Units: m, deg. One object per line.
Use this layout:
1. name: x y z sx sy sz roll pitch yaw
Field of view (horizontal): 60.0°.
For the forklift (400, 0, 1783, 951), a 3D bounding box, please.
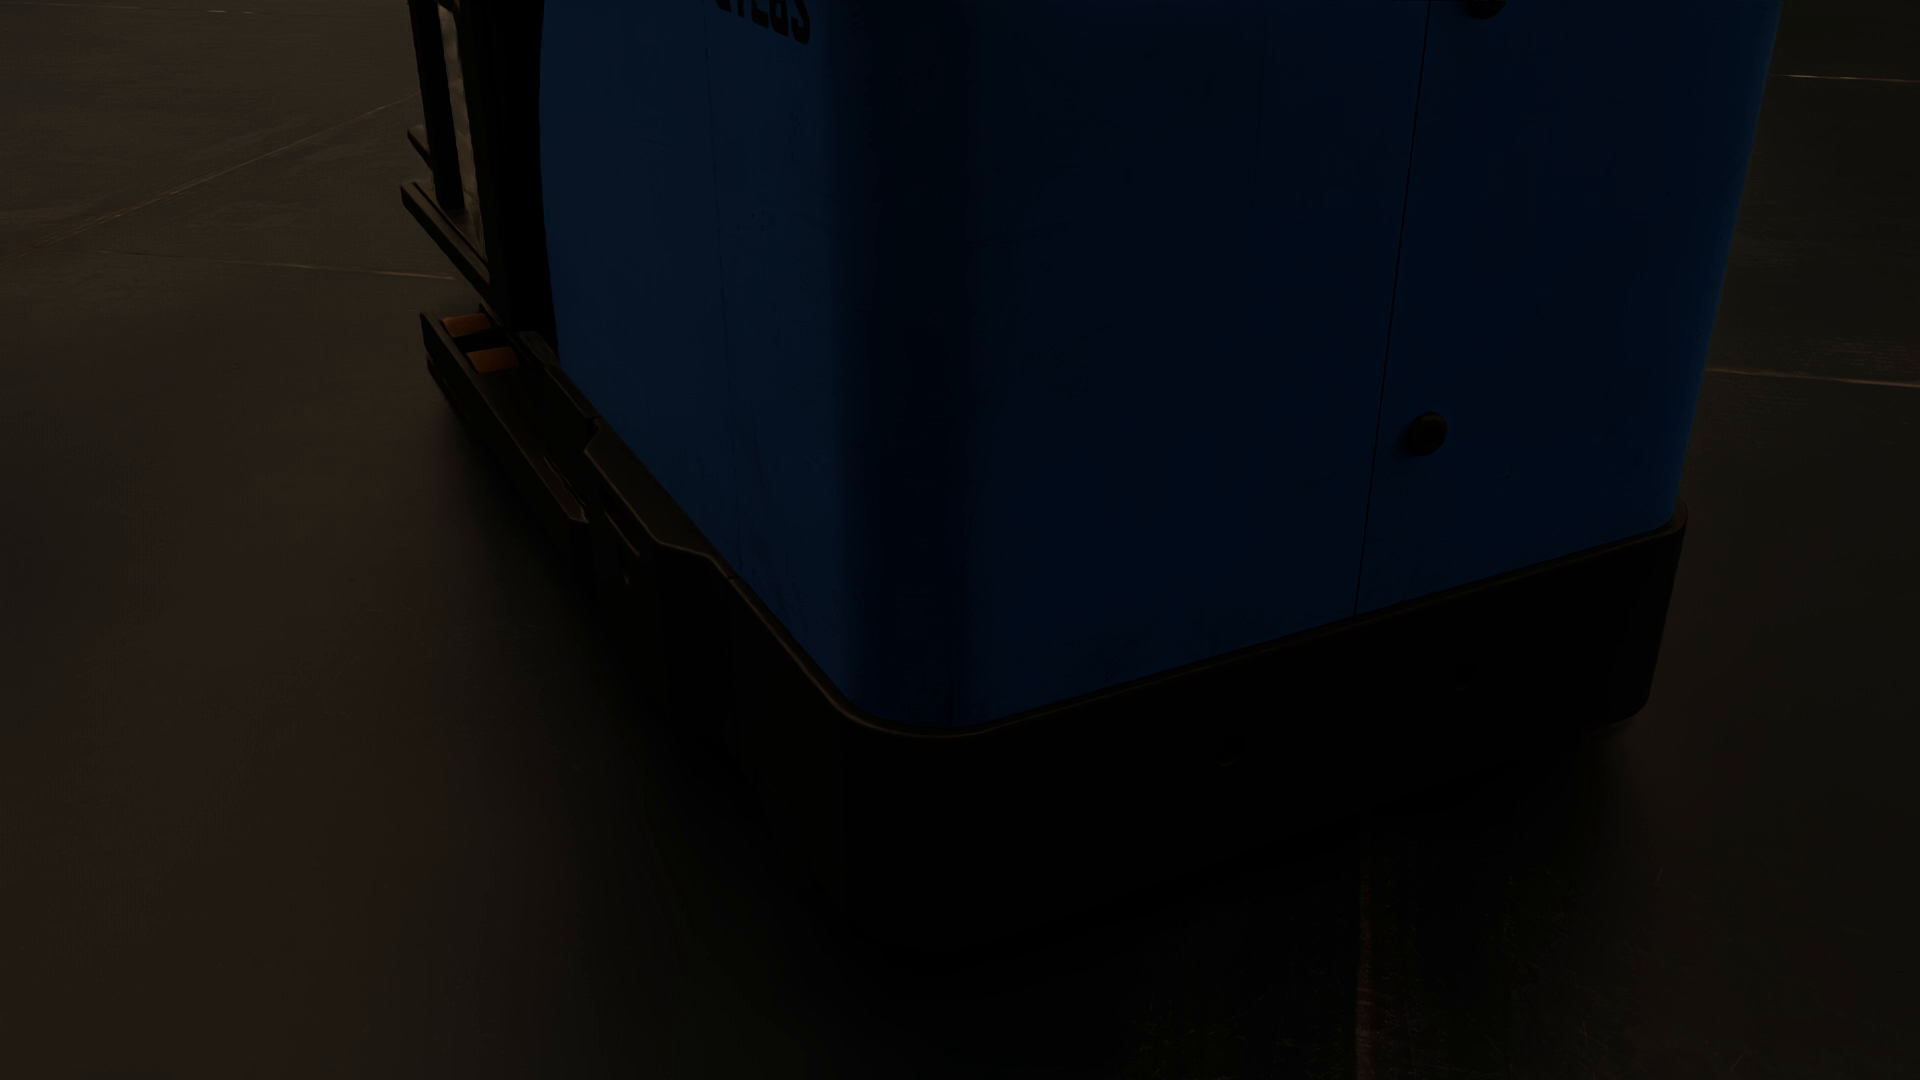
1. forklift: -0.304 -1.553 2.324 1.130 2.935 3.031 -13 30 -24
